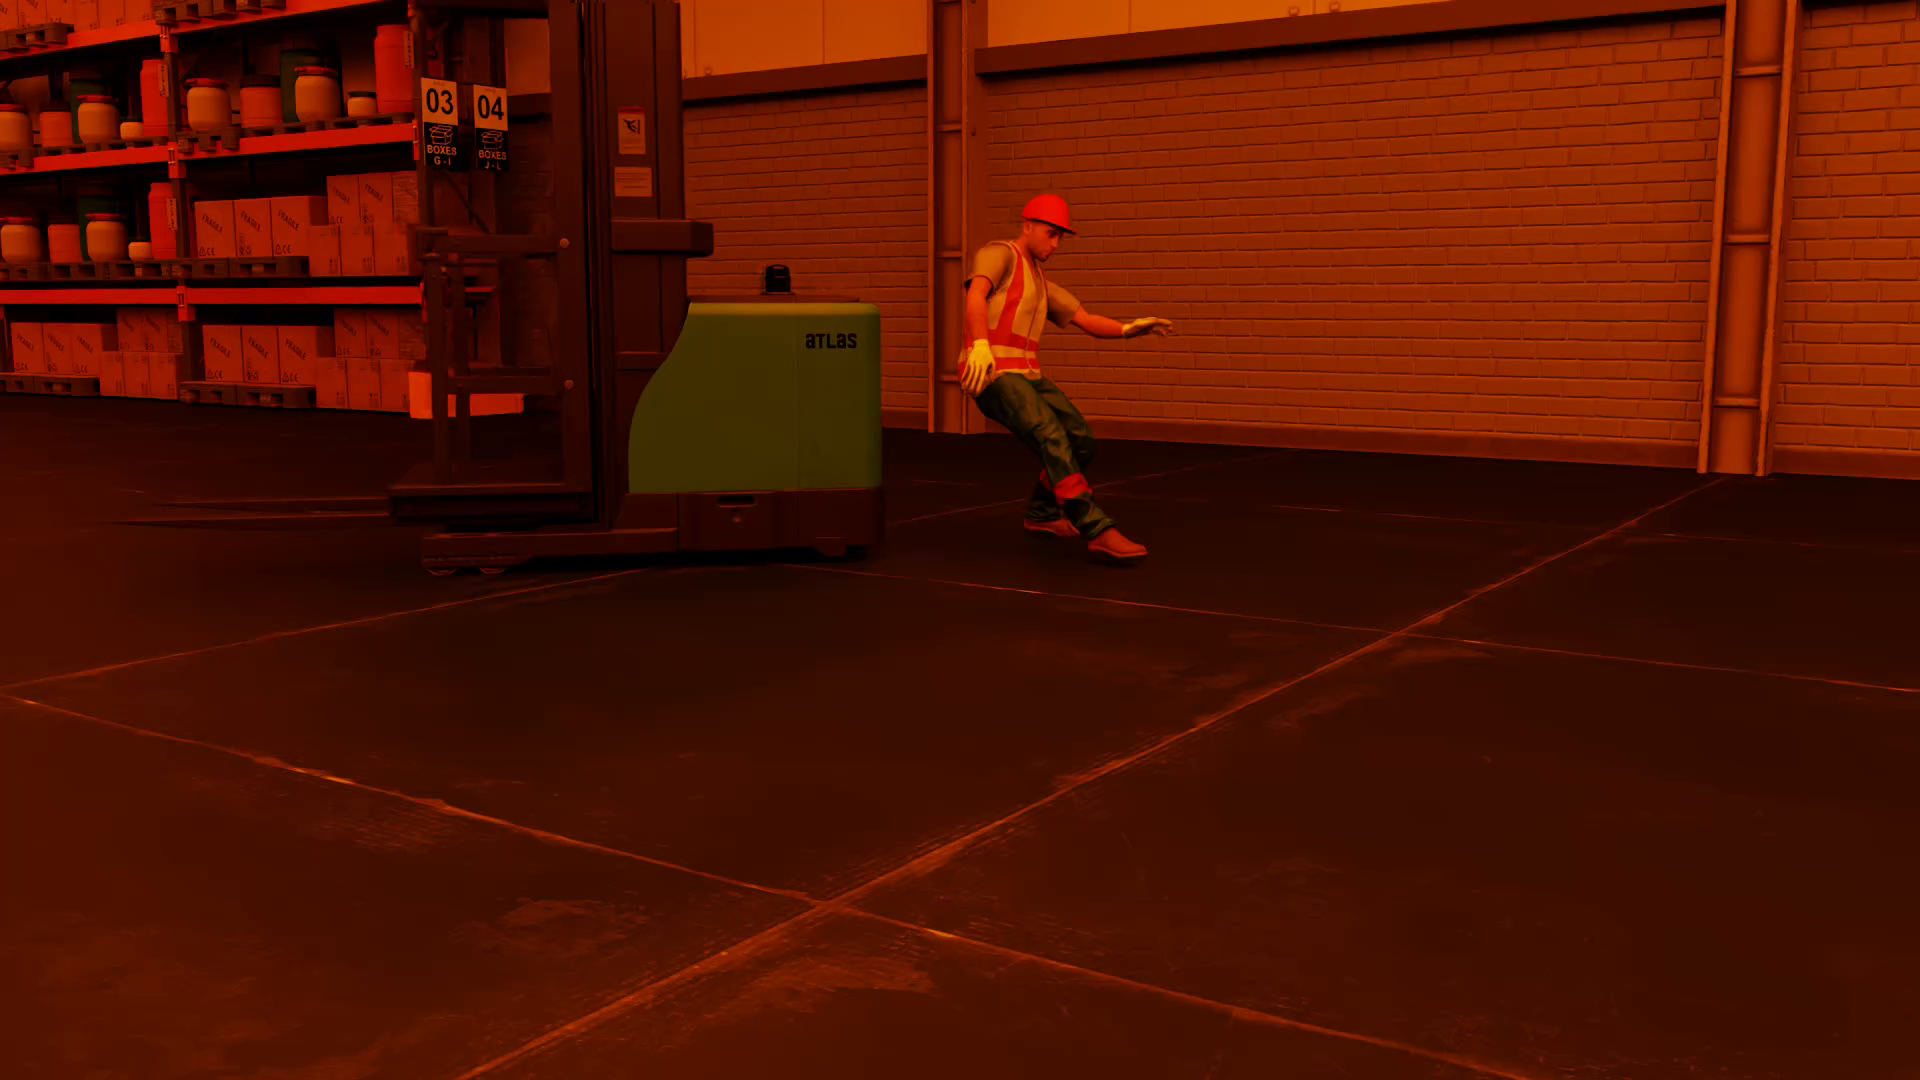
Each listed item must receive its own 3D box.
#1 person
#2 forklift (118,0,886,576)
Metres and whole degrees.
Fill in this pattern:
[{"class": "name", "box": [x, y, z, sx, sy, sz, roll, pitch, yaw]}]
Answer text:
[{"class": "person", "box": [0.495, -0.717, 7.183, 1.000, 1.555, 0.967, 5, 9, 30]}, {"class": "forklift", "box": [-1.885, -1.389, 6.963, 3.031, 2.935, 1.130, -2, 8, -12]}]
